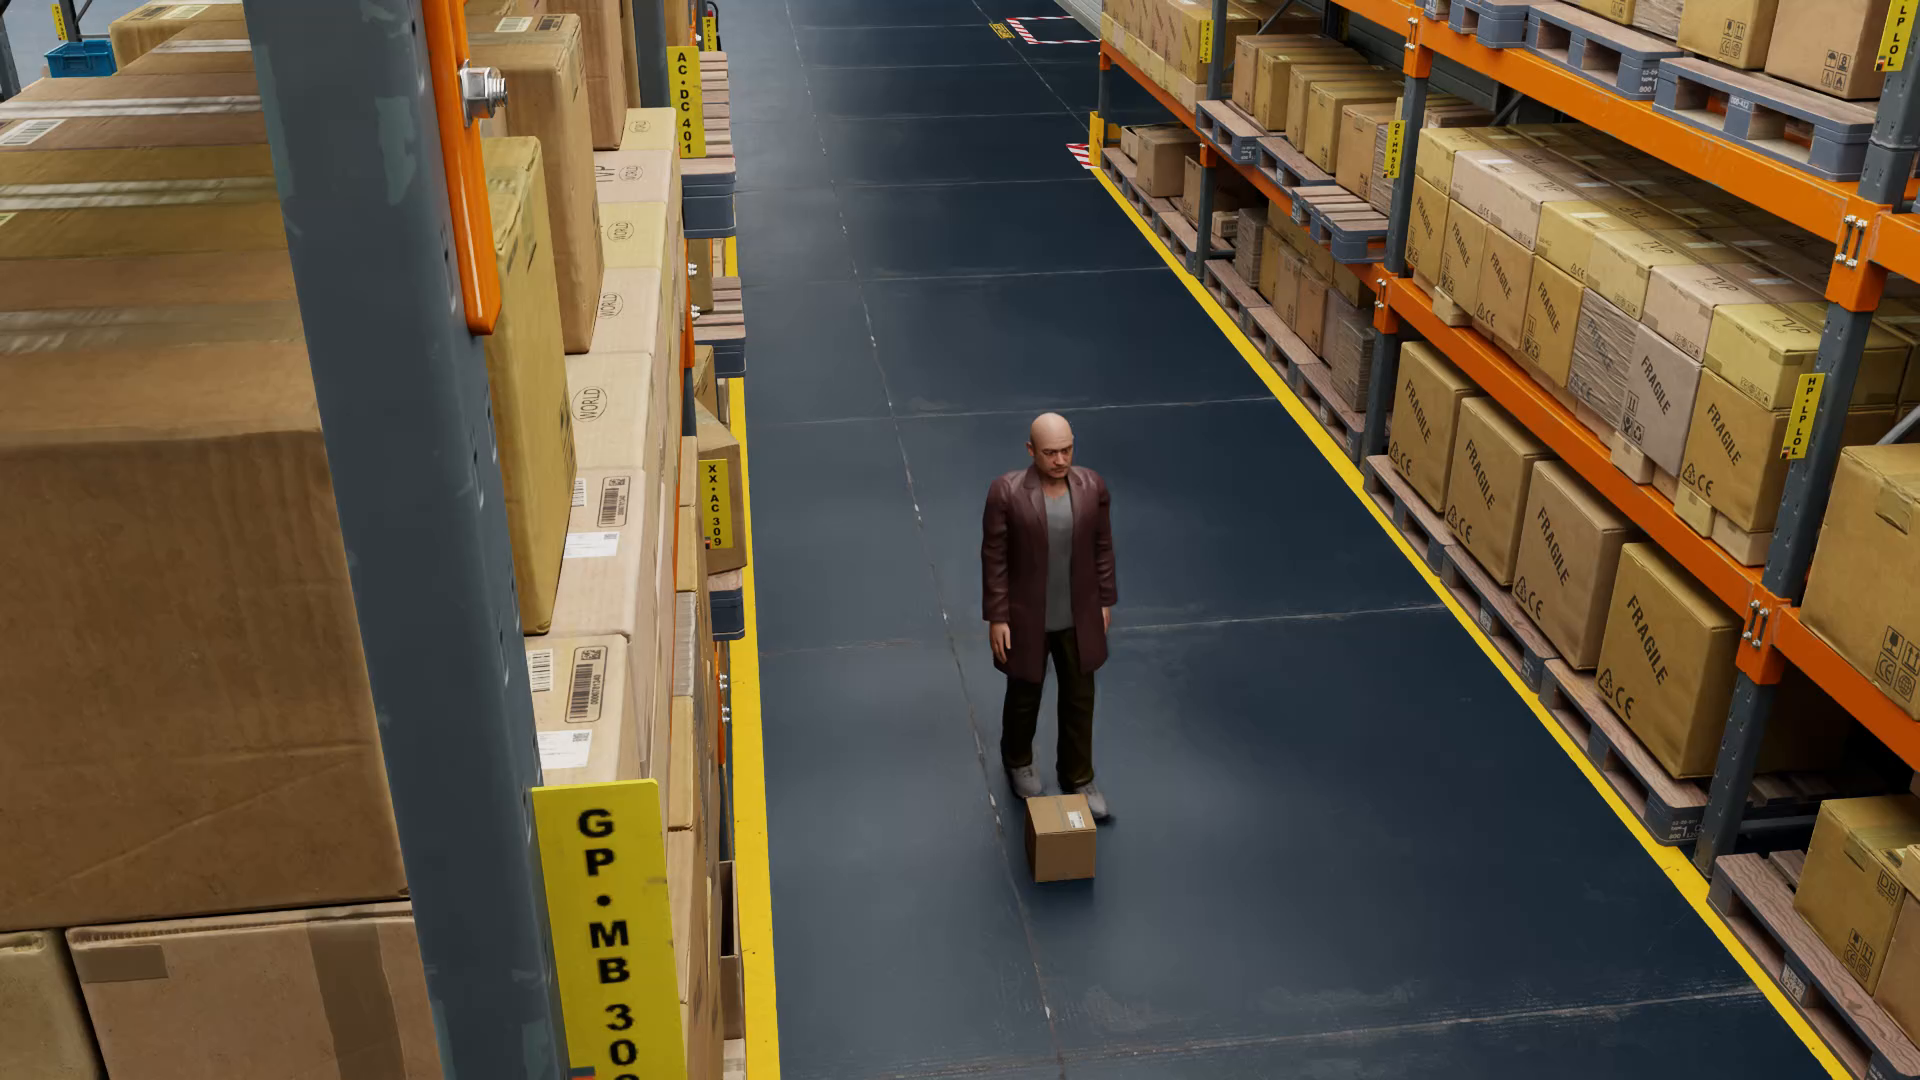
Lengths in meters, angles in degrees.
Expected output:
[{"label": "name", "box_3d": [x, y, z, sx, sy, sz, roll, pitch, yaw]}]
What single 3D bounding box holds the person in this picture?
[{"label": "person", "box_3d": [0.388, 0.362, 7.002, 0.608, 1.699, 0.552, -6, 27, -12]}]
